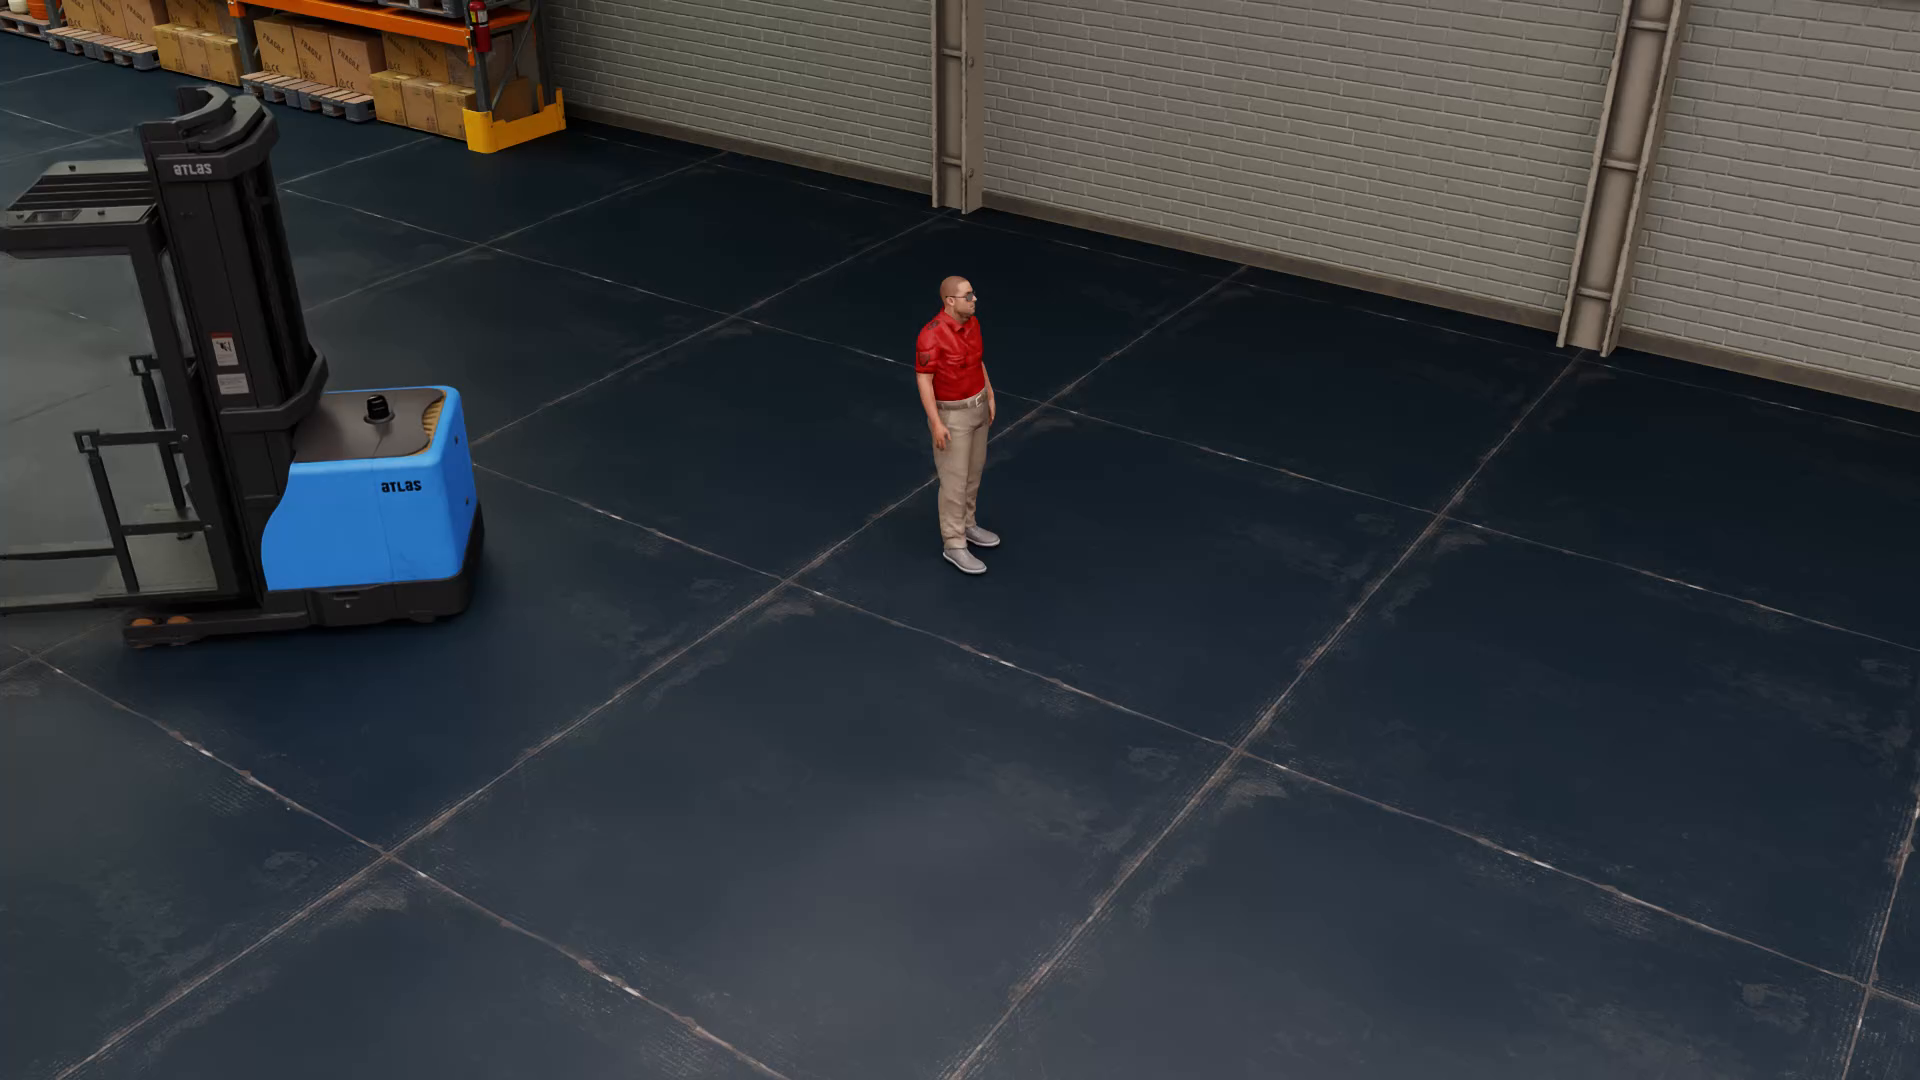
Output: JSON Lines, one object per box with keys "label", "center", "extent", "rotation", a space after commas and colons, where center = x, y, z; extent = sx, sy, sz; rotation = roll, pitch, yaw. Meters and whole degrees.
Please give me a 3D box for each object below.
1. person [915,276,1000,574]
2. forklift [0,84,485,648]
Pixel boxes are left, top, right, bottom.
{"label": "person", "center": [0.068, -0.724, 10.010], "extent": [0.550, 1.727, 0.641], "rotation": [19, 35, 29]}
{"label": "forklift", "center": [-4.424, -0.937, 9.194], "extent": [3.031, 2.935, 1.130], "rotation": [-4, 30, -7]}
